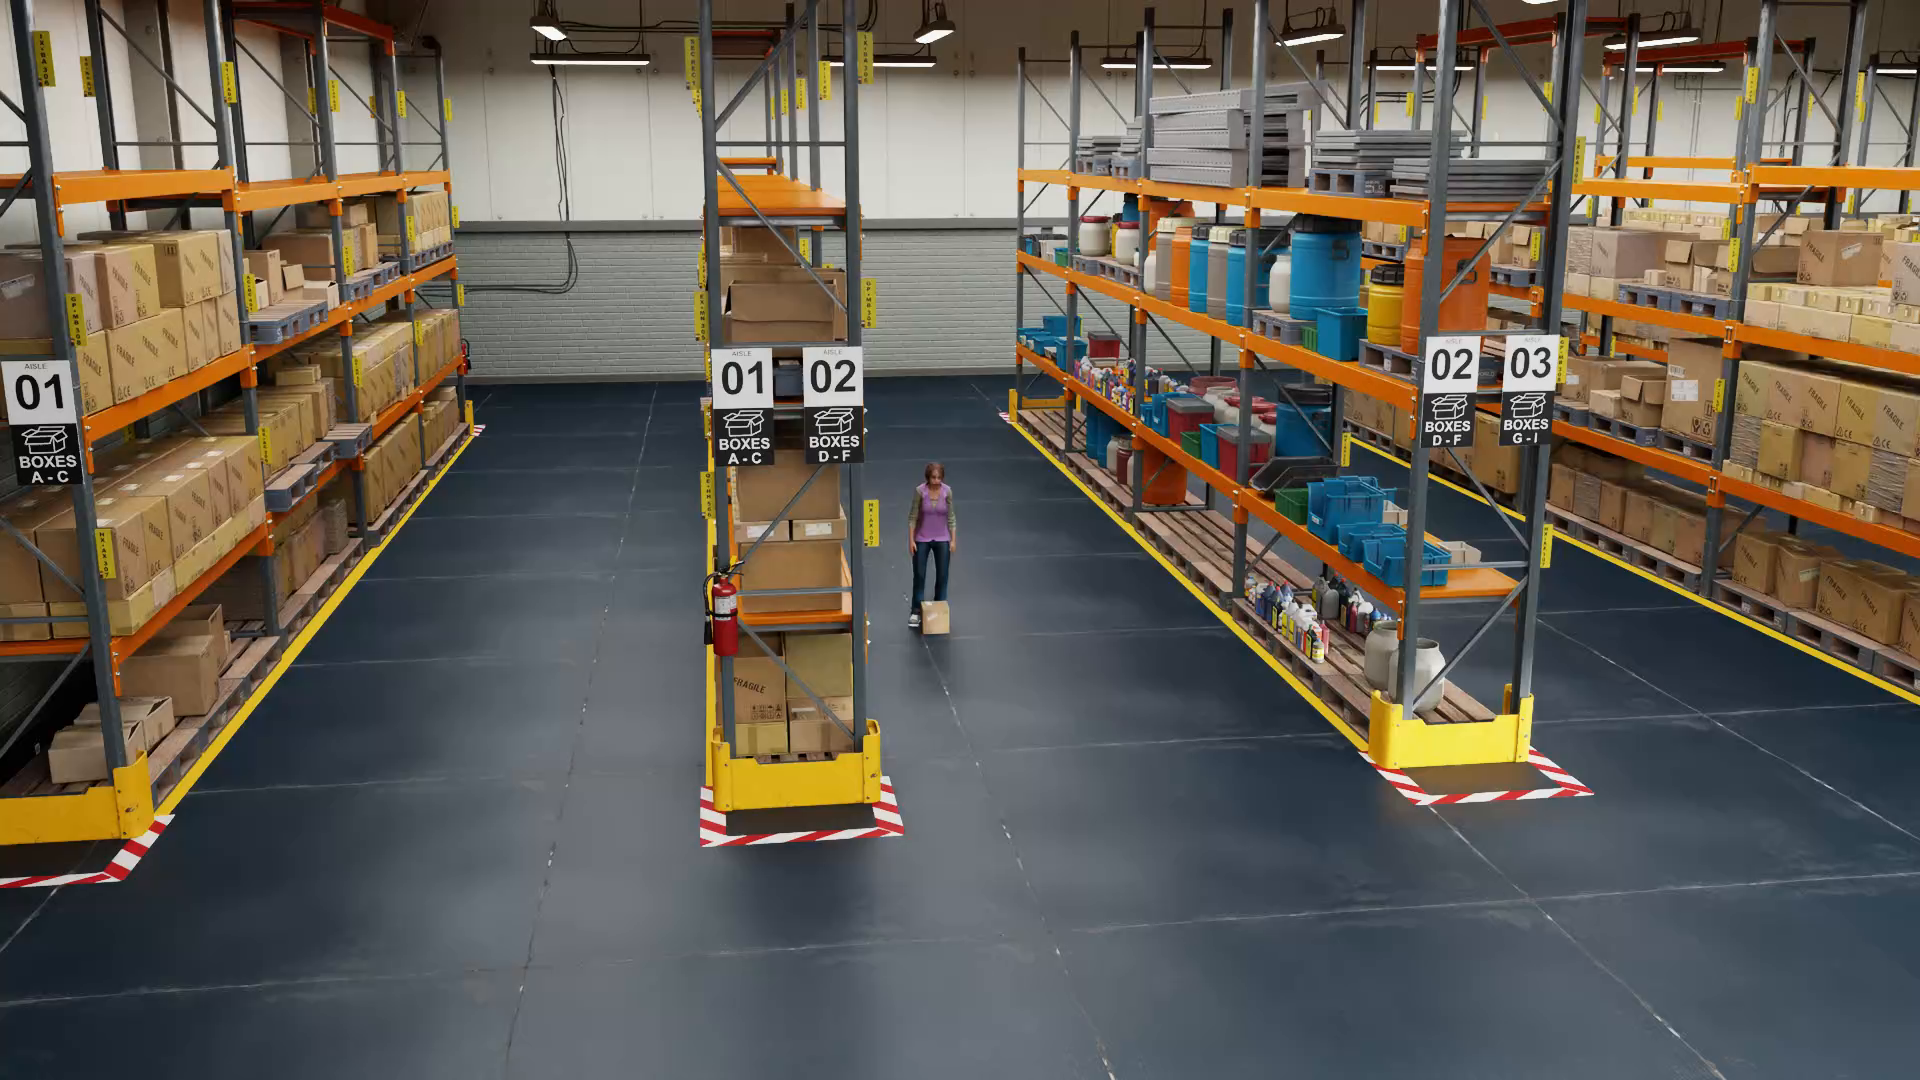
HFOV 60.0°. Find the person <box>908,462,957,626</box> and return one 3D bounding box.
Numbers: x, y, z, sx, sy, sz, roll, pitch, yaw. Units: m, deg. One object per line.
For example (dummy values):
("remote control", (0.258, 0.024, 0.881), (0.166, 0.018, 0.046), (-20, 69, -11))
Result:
("person", (-0.268, 0.029, 15.888), (0.481, 1.593, 0.342), (-2, 14, -7))
